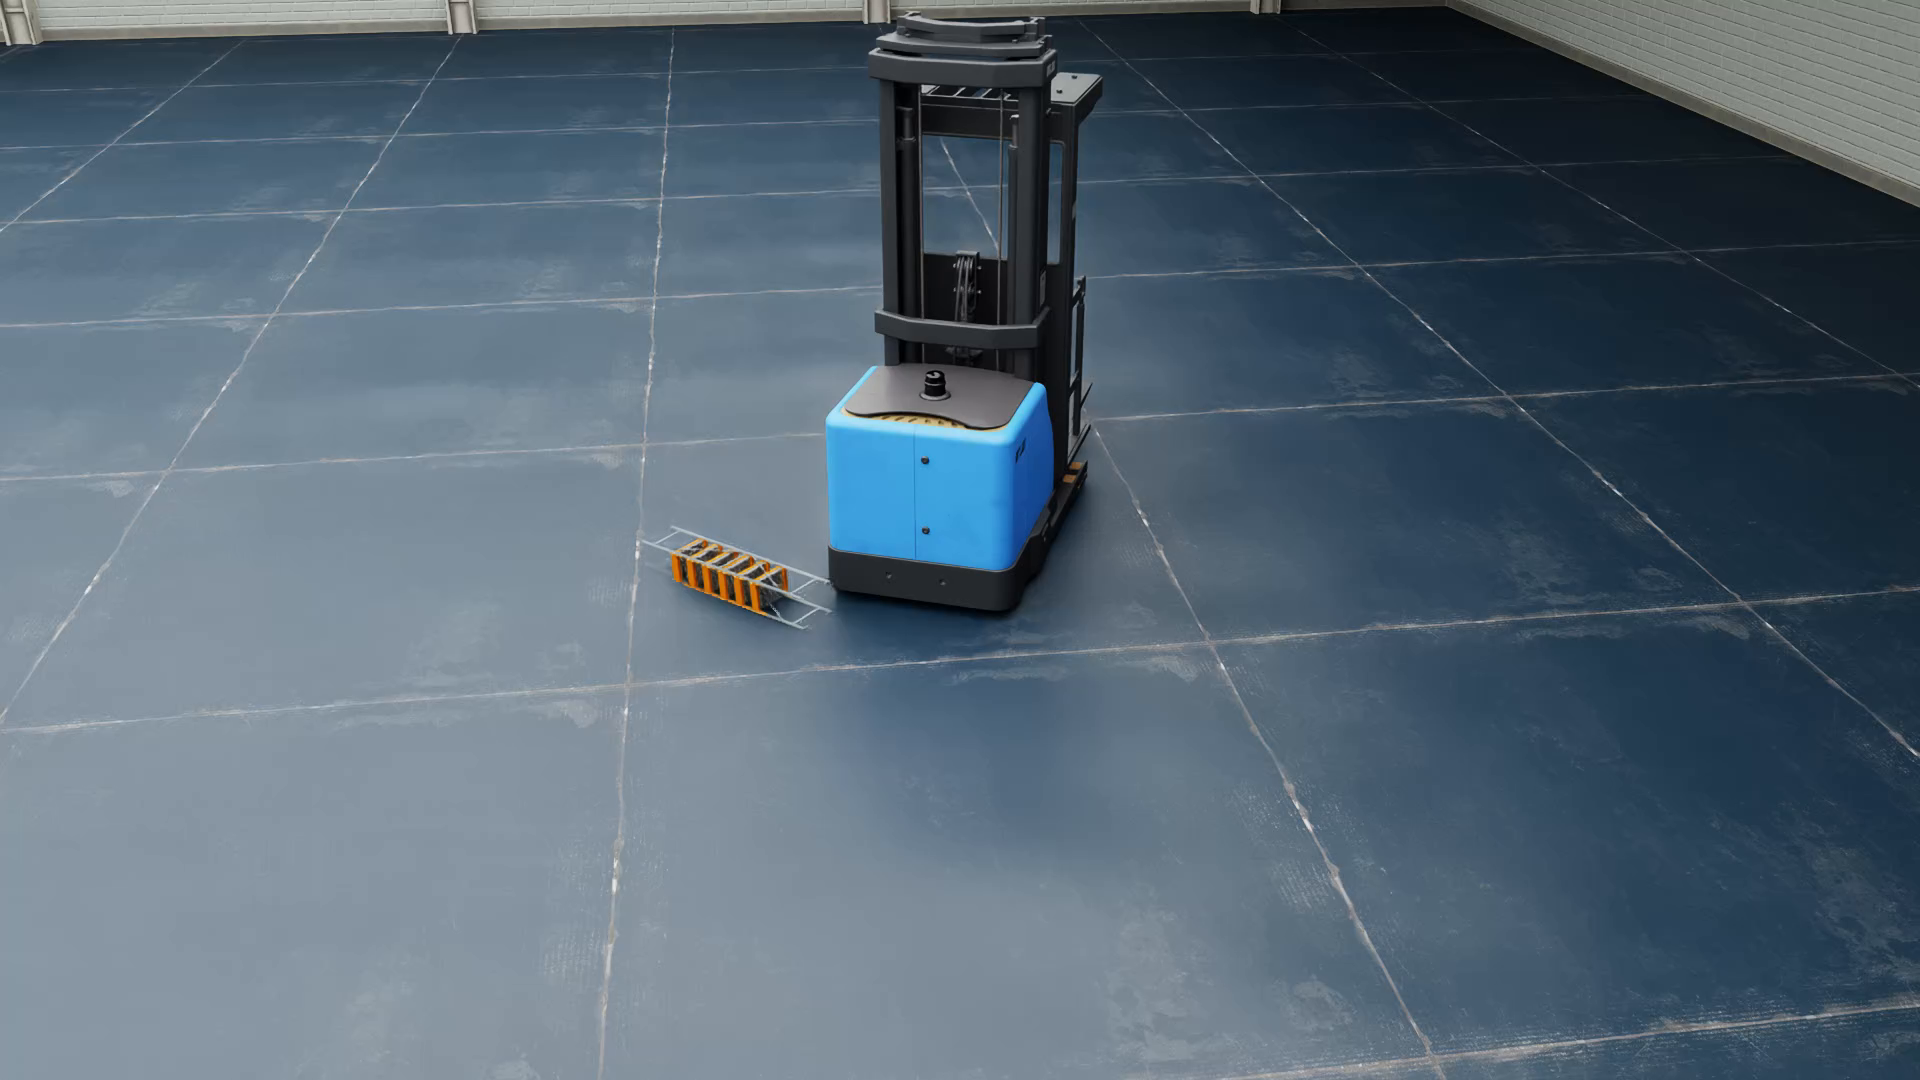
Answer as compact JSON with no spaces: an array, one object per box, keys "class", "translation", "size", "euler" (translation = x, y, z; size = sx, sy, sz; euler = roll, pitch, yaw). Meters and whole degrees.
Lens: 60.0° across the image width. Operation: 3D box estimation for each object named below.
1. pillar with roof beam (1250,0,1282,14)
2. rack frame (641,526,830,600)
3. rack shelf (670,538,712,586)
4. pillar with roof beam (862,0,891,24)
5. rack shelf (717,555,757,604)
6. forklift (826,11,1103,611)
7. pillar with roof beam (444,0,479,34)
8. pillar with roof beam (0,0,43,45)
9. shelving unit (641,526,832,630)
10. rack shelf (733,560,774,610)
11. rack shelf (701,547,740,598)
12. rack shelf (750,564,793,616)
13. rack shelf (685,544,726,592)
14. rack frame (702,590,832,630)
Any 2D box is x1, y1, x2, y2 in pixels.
[{"class":"pillar with roof beam","translation":[5.294,-10.186,19.745],"size":[0.400,9.000,9.100],"euler":[-4,27,-7]},{"class":"rack frame","translation":[-1.244,0.115,9.113],"size":[1.200,0.006,0.240],"euler":[17,33,33]},{"class":"rack shelf","translation":[-1.492,0.117,9.328],"size":[0.103,0.180,0.258],"euler":[17,33,33]},{"class":"pillar with roof beam","translation":[-0.647,-9.805,19.001],"size":[0.400,9.000,9.100],"euler":[-4,27,-7]},{"class":"rack shelf","translation":[-1.205,0.208,9.130],"size":[0.103,0.180,0.258],"euler":[17,33,33]},{"class":"forklift","translation":[0.169,-1.580,9.619],"size":[1.130,2.935,3.031],"euler":[7,28,14]},{"class":"pillar with roof beam","translation":[-6.589,-9.423,18.258],"size":[0.400,9.000,9.100],"euler":[-4,27,-7]},{"class":"pillar with roof beam","translation":[-12.530,-9.041,17.514],"size":[0.400,9.000,9.100],"euler":[-4,27,-7]},{"class":"shelving unit","translation":[-1.241,0.197,9.155],"size":[1.200,0.189,0.258],"euler":[17,33,33]},{"class":"rack shelf","translation":[-1.110,0.238,9.064],"size":[0.103,0.180,0.258],"euler":[17,33,33]},{"class":"rack shelf","translation":[-1.301,0.178,9.196],"size":[0.103,0.180,0.258],"euler":[17,33,33]},{"class":"rack shelf","translation":[-1.014,0.268,8.998],"size":[0.103,0.180,0.258],"euler":[17,33,33]},{"class":"rack shelf","translation":[-1.396,0.148,9.262],"size":[0.103,0.180,0.258],"euler":[17,33,33]},{"class":"rack frame","translation":[-1.237,0.278,9.196],"size":[1.200,0.006,0.240],"euler":[17,33,33]}]
